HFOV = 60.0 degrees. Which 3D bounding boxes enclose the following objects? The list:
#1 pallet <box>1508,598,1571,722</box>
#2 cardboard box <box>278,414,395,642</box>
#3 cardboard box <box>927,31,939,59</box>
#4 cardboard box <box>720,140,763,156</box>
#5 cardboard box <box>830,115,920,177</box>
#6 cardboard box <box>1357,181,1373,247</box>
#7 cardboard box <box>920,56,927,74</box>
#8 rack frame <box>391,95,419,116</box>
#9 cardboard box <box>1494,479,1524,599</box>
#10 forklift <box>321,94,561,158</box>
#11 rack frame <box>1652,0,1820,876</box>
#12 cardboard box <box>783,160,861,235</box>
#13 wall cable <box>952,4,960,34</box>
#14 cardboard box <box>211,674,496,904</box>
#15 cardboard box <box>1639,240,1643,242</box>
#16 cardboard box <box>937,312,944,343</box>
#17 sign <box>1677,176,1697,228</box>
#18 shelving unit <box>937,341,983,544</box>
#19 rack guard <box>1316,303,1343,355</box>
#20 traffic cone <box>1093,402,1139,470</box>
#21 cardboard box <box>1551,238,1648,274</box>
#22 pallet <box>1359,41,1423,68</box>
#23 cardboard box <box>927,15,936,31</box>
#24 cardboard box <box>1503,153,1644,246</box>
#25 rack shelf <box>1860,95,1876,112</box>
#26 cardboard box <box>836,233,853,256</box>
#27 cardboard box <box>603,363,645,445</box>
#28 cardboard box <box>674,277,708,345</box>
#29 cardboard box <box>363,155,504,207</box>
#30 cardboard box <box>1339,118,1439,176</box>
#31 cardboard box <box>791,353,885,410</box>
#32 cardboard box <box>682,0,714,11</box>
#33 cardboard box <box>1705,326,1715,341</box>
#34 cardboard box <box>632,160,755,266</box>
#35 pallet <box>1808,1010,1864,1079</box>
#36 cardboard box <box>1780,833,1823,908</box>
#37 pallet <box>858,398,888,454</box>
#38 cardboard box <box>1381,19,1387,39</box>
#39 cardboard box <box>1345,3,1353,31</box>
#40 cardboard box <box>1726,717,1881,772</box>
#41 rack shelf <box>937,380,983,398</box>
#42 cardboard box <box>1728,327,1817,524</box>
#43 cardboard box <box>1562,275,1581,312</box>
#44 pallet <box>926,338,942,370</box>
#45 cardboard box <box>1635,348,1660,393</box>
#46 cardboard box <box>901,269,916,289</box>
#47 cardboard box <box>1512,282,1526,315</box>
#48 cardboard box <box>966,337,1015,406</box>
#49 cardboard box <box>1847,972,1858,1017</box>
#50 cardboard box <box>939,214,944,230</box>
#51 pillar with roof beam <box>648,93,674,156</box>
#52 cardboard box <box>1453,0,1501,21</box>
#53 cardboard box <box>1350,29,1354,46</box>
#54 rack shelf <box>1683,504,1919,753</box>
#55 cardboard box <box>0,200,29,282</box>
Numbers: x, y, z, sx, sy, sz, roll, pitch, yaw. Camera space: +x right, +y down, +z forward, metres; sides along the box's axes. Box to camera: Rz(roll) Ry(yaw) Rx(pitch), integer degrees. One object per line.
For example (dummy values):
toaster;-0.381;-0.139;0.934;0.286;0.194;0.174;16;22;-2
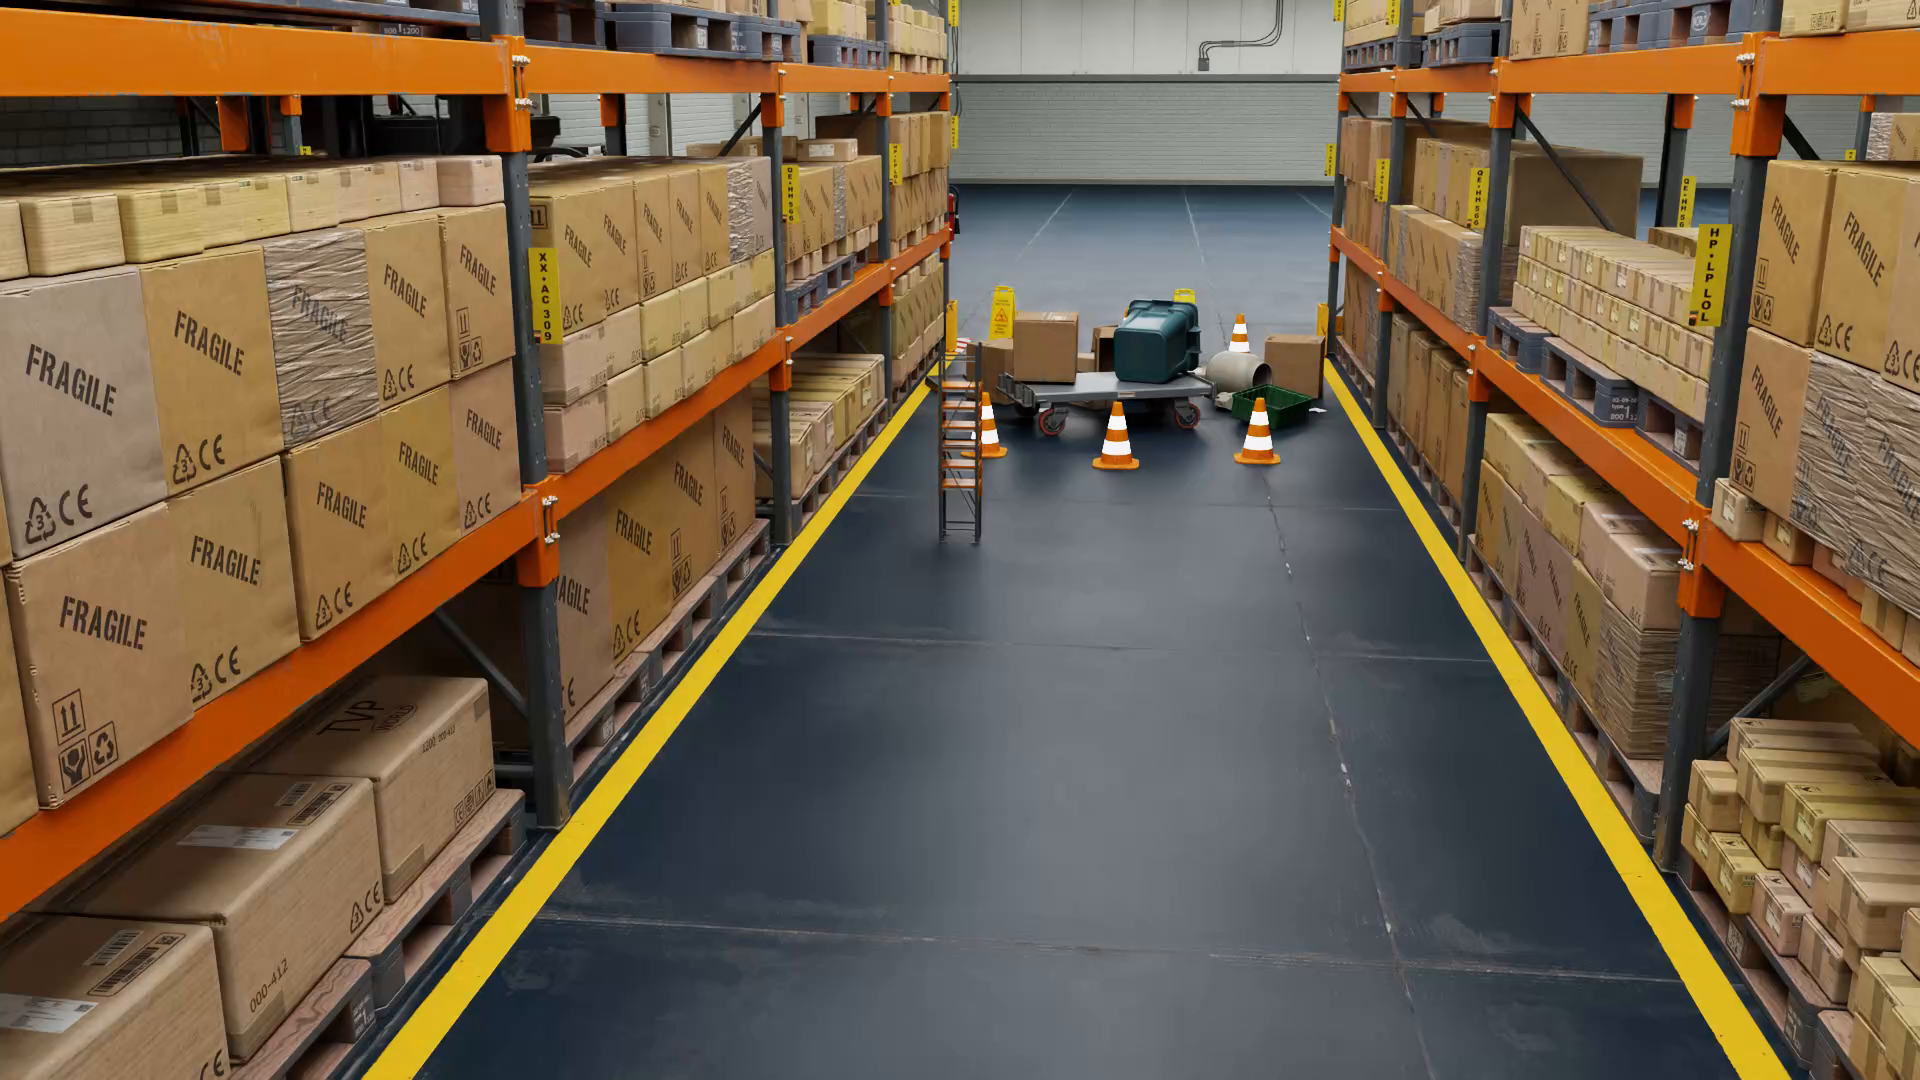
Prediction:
pallet;3.181;0.552;7.717;1.003;0.211;1.213;2;15;6
cardboard box;-1.863;-0.051;4.411;0.500;0.500;0.500;1;15;5
cardboard box;-0.477;-4.755;15.973;0.500;0.250;0.500;1;15;5
cardboard box;-1.492;-2.781;11.891;0.380;0.149;0.250;3;15;9
cardboard box;-0.723;-3.384;14.252;0.700;0.500;0.500;2;15;7
cardboard box;4.070;-2.939;14.996;0.875;0.550;0.500;2;15;6
cardboard box;-0.507;-4.333;15.175;0.380;0.149;0.250;2;15;6
rack frame;-5.548;-3.652;17.922;1.000;3.000;0.127;2;15;6
cardboard box;3.025;-0.002;8.407;0.500;0.500;0.500;2;15;7
forklift;-3.064;-1.528;10.198;1.130;2.935;3.031;2;15;7
rack frame;2.960;-0.275;5.433;1.000;3.000;0.127;2;15;6
cardboard box;-1.010;-2.475;12.003;0.500;0.500;0.500;2;15;8
wall cable;1.197;-15.759;47.477;3.097;2.526;0.112;2;15;6
cardboard box;-2.148;0.799;5.564;0.875;0.438;0.875;1;15;5
cardboard box;3.730;-1.469;9.657;0.500;0.500;0.500;2;15;7
cardboard box;-0.443;-2.159;16.861;0.500;0.250;0.500;2;15;6
sign;3.951;-1.820;9.078;0.100;0.325;0.005;2;15;6
shelving unit;0.002;-0.583;10.019;0.258;1.200;0.189;2;15;6
rack guard;4.316;-2.187;17.292;1.175;0.500;0.348;2;15;6
traffic cone;1.145;-0.777;12.150;0.336;0.463;0.334;2;15;6
cardboard box;3.076;-1.365;8.001;0.380;0.149;0.250;1;15;4
pallet;4.105;-4.283;14.676;1.003;0.211;1.213;2;15;6
cardboard box;-0.439;-4.990;16.076;0.380;0.149;0.250;2;15;6
cardboard box;3.472;-1.960;9.555;0.700;0.500;0.500;2;15;6
rack shelf;9.005;-3.797;14.089;1.077;0.370;4.000;2;15;6
cardboard box;-0.981;-2.145;12.026;0.380;0.149;0.250;2;15;6
cardboard box;-1.601;-0.563;6.784;0.500;0.250;0.500;1;15;5
cardboard box;-1.471;-1.067;7.690;0.500;0.250;0.500;1;15;5
cardboard box;-1.689;-1.149;5.317;0.380;0.149;0.250;1;15;5
cardboard box;4.233;-3.886;16.430;0.875;0.550;0.550;2;15;6
cardboard box;-1.124;-1.268;13.333;0.950;0.372;0.625;2;15;7
cardboard box;-1.429;-2.665;7.530;0.500;0.500;0.500;2;15;7
cardboard box;2.811;-0.754;5.739;0.380;0.149;0.250;2;15;9
cardboard box;-1.367;-1.688;8.551;0.500;0.500;0.500;2;15;7
pallet;2.784;1.564;3.975;1.003;0.211;1.213;2;15;6
cardboard box;2.670;0.972;4.908;0.380;0.149;0.250;2;15;6
pallet;-1.154;-0.921;13.165;1.003;0.211;1.213;2;15;6
cardboard box;3.642;-4.164;13.553;0.380;0.149;0.250;2;15;7
cardboard box;4.004;-5.040;16.029;0.500;0.250;0.500;2;15;6
cardboard box;2.715;0.695;5.364;0.380;0.149;0.250;2;15;9
rack shelf;0.002;-0.888;9.937;0.258;0.103;0.180;2;15;6
cardboard box;2.653;-0.346;4.933;0.500;0.500;0.500;1;15;5
cardboard box;3.044;-1.148;7.769;0.380;0.149;0.250;2;15;6
pallet;-0.751;-1.931;16.901;1.003;0.211;1.213;2;15;6
cardboard box;2.895;-0.662;6.542;0.380;0.149;0.250;1;15;3
cardboard box;-0.603;-2.329;14.813;0.380;0.149;0.250;2;15;8
cardboard box;3.160;-1.284;8.840;0.380;0.149;0.250;1;15;5
cardboard box;0.406;-1.502;14.754;0.500;0.500;0.500;-14;20;-42
cardboard box;2.618;1.257;4.426;0.380;0.149;0.250;1;15;4
cardboard box;-0.364;-3.213;16.781;0.380;0.149;0.250;2;15;6
pillar with roof beam;-0.891;-9.380;27.610;9.100;9.000;0.400;2;15;6
cardboard box;3.231;-3.248;9.857;0.500;0.311;0.500;2;15;6
cardboard box;3.900;-4.754;15.737;0.380;0.149;0.250;2;15;6
rack shelf;2.734;0.591;3.608;1.077;0.370;4.000;2;15;6
cardboard box;-2.015;-0.558;3.128;0.380;0.149;0.250;2;15;7
